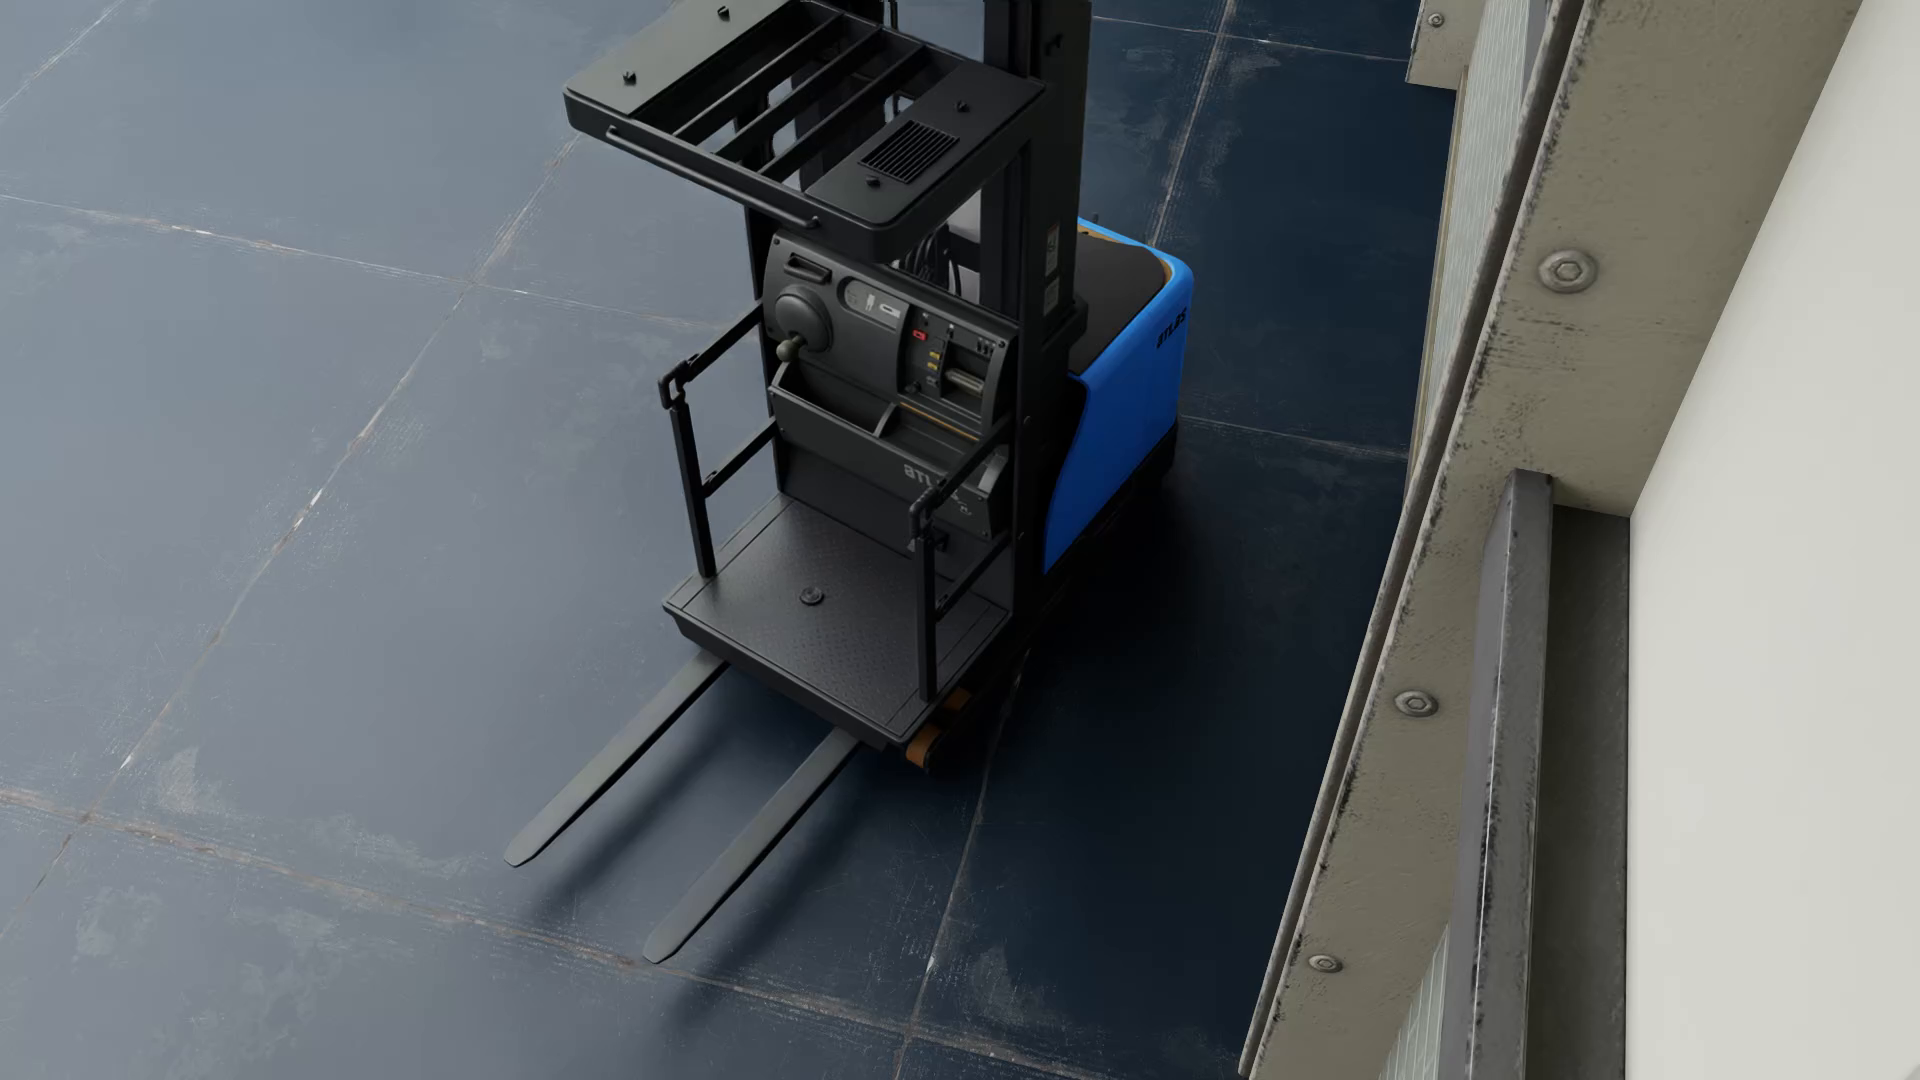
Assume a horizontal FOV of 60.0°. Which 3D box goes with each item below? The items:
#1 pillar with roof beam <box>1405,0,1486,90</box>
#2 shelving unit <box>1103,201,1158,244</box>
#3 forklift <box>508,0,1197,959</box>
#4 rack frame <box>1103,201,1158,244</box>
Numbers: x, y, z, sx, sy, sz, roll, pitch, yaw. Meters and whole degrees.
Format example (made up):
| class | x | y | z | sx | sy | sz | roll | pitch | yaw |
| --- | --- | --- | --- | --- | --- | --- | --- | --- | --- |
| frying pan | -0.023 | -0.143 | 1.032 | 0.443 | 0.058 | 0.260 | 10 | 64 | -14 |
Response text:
| class | x | y | z | sx | sy | sz | roll | pitch | yaw |
| --- | --- | --- | --- | --- | --- | --- | --- | --- | --- |
| pillar with roof beam | -1.594 | -6.365 | 6.285 | 9.100 | 9.000 | 0.400 | 12 | 50 | 10 |
| shelving unit | 0.607 | -0.933 | 6.883 | 0.258 | 0.900 | 0.210 | 27 | 50 | 22 |
| forklift | -0.354 | -0.585 | 5.230 | 1.130 | 2.935 | 3.031 | 27 | 54 | 22 |
| rack frame | 0.665 | -0.991 | 6.944 | 0.240 | 0.900 | 0.006 | 27 | 50 | 22 |
